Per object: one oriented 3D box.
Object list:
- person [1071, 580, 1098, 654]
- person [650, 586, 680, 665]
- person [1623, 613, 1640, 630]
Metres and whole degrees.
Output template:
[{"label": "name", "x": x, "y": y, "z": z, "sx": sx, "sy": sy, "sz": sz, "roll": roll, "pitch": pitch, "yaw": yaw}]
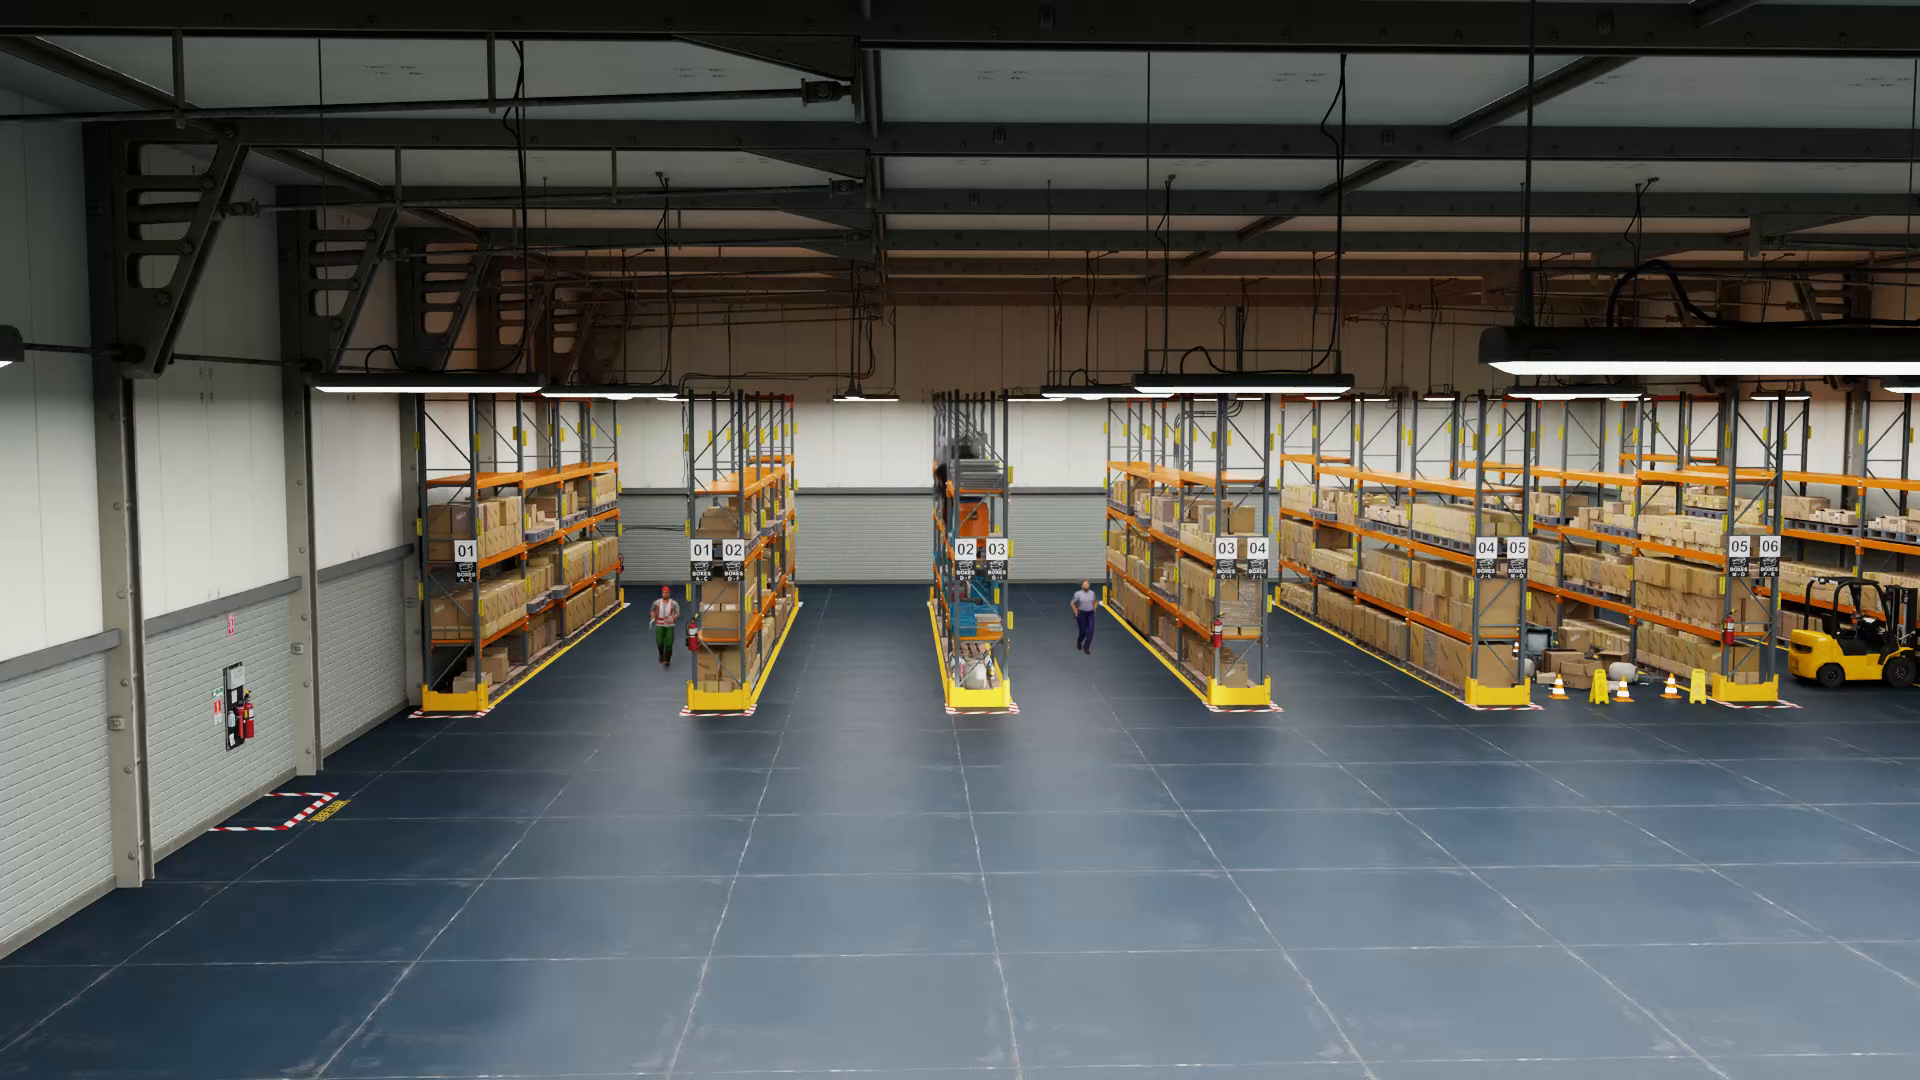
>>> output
[{"label": "person", "x": 2.748, "y": 1.675, "z": 36.400, "sx": 0.614, "sy": 1.621, "sz": 0.515, "roll": -1, "pitch": 5, "yaw": -12}, {"label": "person", "x": -6.427, "y": 1.886, "z": 36.218, "sx": 0.664, "sy": 1.739, "sz": 0.603, "roll": 0, "pitch": 5, "yaw": -6}, {"label": "person", "x": 16.562, "y": 1.524, "z": 40.896, "sx": 0.692, "sy": 1.724, "sz": 0.582, "roll": 0, "pitch": 5, "yaw": -5}]
